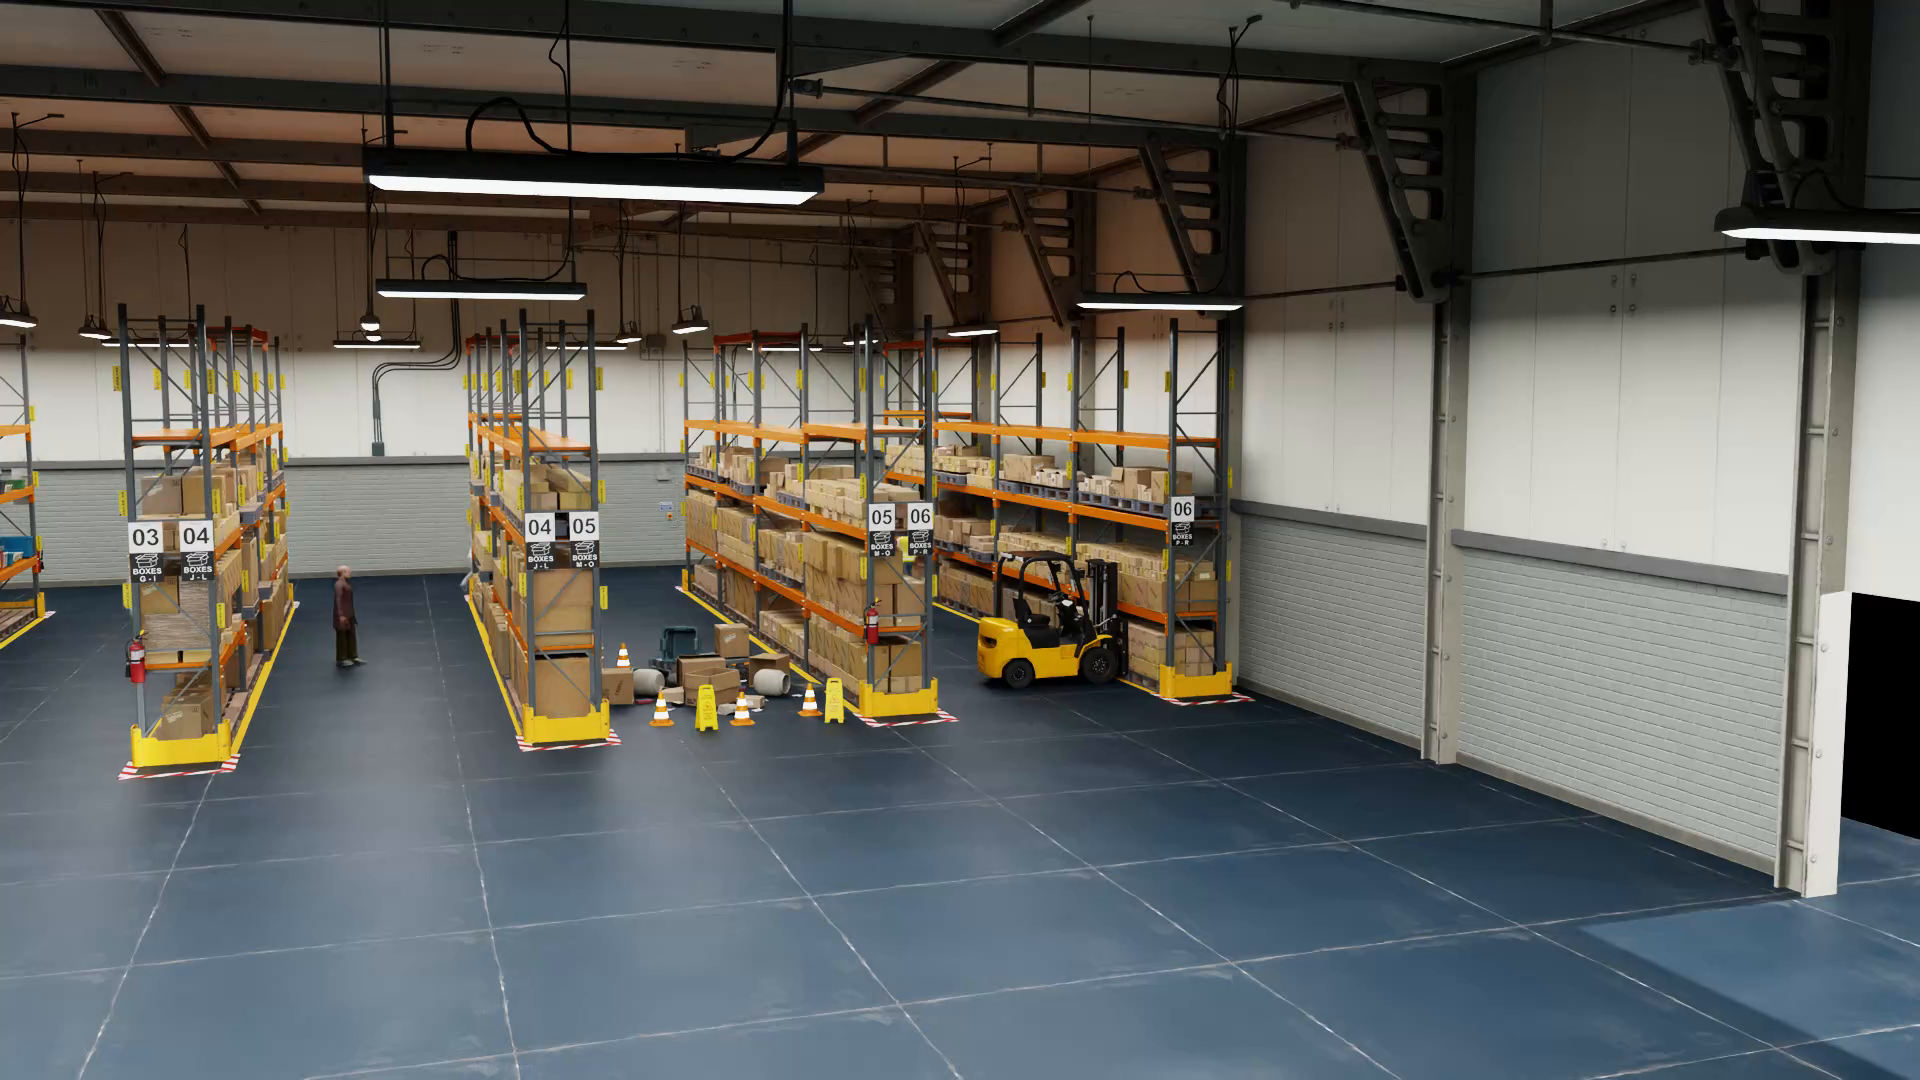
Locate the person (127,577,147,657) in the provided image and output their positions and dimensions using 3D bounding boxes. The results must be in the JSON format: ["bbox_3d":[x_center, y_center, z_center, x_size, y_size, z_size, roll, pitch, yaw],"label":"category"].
[{"bbox_3d":[-14.913,1.249,30.314,0.435,1.812,0.616,2,6,16],"label":"person"}]

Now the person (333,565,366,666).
[{"bbox_3d":[-10.861,1.335,29.422,0.452,1.789,0.640,1,5,7],"label":"person"}]

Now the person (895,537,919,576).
[{"bbox_3d":[-1.205,0.516,35.204,0.503,1.866,0.614,-4,7,-37],"label":"person"}]

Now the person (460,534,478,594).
[{"bbox_3d":[-11.463,0.423,39.340,0.658,1.727,0.627,3,6,29],"label":"person"}]
